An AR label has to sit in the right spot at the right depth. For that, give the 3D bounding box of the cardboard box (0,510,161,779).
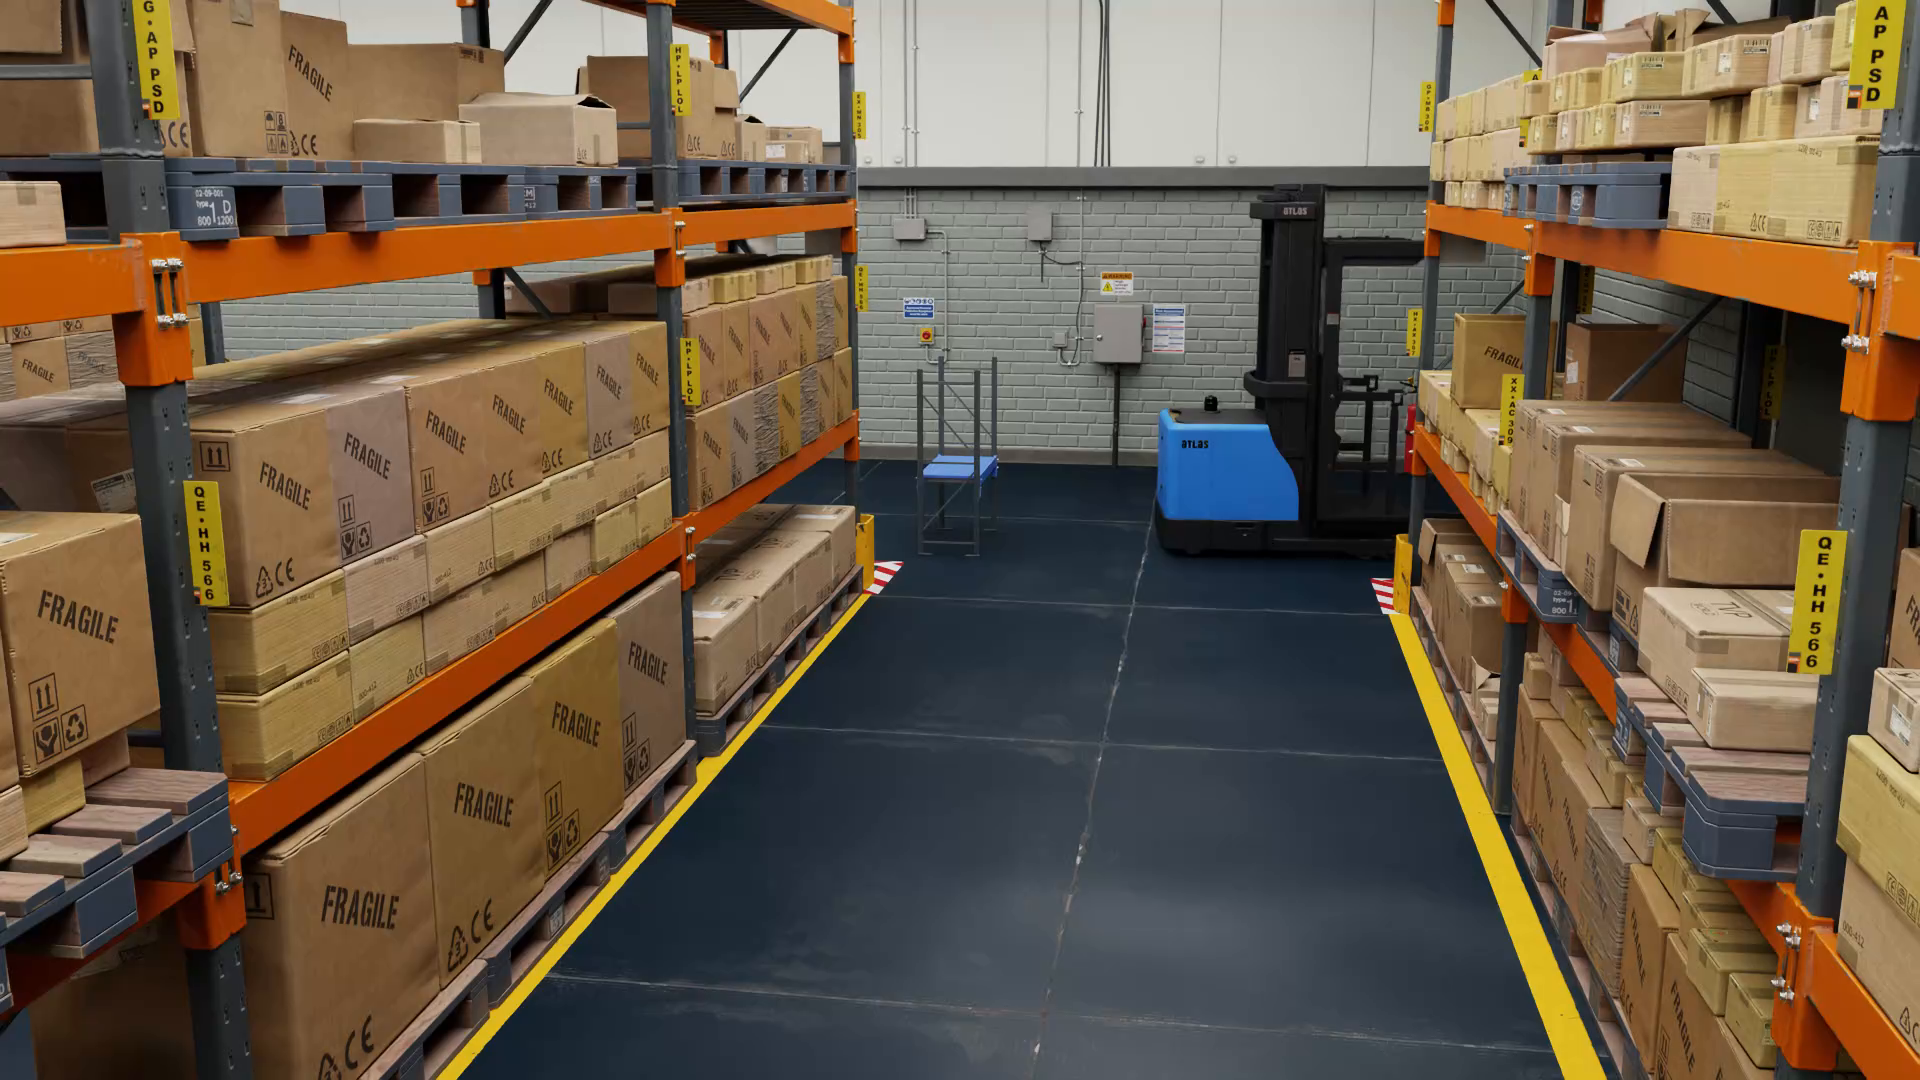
[{"bbox_3d":[-2.269,0.226,3.885,0.500,0.500,0.500,2,12,7],"label":"cardboard box"}]

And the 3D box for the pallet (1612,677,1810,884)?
[{"bbox_3d":[2.466,0.632,4.395,1.213,0.211,1.003,2,12,9],"label":"pallet"}]

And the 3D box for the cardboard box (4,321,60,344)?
[{"bbox_3d":[-6.202,-1.538,10.695,0.500,0.500,0.500,1,12,7],"label":"cardboard box"}]

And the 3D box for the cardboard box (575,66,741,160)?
[{"bbox_3d":[-1.683,-2.364,9.242,0.797,0.503,0.637,3,12,13],"label":"cardboard box"}]

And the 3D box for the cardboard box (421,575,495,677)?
[{"bbox_3d":[-2.002,0.285,5.908,0.500,0.250,0.500,2,12,11],"label":"cardboard box"}]

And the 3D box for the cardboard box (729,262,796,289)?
[{"bbox_3d":[-1.243,-1.650,10.378,0.380,0.149,0.250,2,12,10],"label":"cardboard box"}]

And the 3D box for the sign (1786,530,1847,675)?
[{"bbox_3d":[1.893,0.139,3.669,0.100,0.325,0.005,2,12,9],"label":"sign"}]

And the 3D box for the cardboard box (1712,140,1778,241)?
[{"bbox_3d":[2.347,-0.931,4.427,0.500,0.250,0.500,2,12,9],"label":"cardboard box"}]

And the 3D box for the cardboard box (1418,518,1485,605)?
[{"bbox_3d":[3.474,0.156,11.079,0.797,0.503,0.637,1,12,6],"label":"cardboard box"}]

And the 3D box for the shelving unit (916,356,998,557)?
[{"bbox_3d":[-0.013,-0.715,13.753,0.538,1.500,1.048,2,12,9],"label":"shelving unit"}]

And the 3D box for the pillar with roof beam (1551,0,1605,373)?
[{"bbox_3d":[0.713,-4.588,13.921,9.100,9.000,0.400,2,12,9],"label":"pillar with roof beam"}]

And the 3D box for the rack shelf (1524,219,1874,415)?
[{"bbox_3d":[2.739,-0.849,5.401,1.077,0.370,4.000,2,12,9],"label":"rack shelf"}]

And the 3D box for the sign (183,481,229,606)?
[{"bbox_3d":[-1.937,0.010,4.266,0.100,0.325,0.005,2,12,9],"label":"sign"}]

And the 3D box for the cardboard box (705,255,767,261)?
[{"bbox_3d":[-1.542,-1.877,11.430,0.380,0.149,0.250,2,12,10],"label":"cardboard box"}]

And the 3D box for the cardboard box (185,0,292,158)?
[{"bbox_3d":[-2.510,-1.411,5.066,0.700,0.500,0.500,1,12,6],"label":"cardboard box"}]

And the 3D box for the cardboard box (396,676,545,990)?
[{"bbox_3d":[-2.145,1.028,6.148,0.875,0.875,0.875,2,12,9],"label":"cardboard box"}]

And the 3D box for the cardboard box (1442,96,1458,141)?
[{"bbox_3d":[3.248,-2.577,10.174,0.500,0.250,0.500,2,12,8],"label":"cardboard box"}]

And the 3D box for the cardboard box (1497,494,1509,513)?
[{"bbox_3d":[2.864,-0.158,8.201,0.380,0.149,0.250,2,12,10],"label":"cardboard box"}]

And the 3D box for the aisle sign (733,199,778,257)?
[{"bbox_3d":[-1.519,-2.439,12.019,0.394,0.787,0.004,2,12,9],"label":"aisle sign"}]

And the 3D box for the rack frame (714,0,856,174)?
[{"bbox_3d":[-1.244,-4.076,11.548,1.000,3.000,0.127,2,12,9],"label":"rack frame"}]

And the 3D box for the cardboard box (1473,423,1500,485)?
[{"bbox_3d":[2.946,-0.442,8.573,0.500,0.250,0.500,2,12,9],"label":"cardboard box"}]

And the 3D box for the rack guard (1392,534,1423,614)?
[{"bbox_3d":[3.650,0.254,11.627,1.175,0.500,0.348,2,12,9],"label":"rack guard"}]

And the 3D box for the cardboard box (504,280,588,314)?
[{"bbox_3d":[-2.126,-1.240,8.477,0.380,0.149,0.250,2,12,7],"label":"cardboard box"}]

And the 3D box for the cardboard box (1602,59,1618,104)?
[{"bbox_3d":[2.436,-1.576,5.720,0.380,0.149,0.250,2,12,9],"label":"cardboard box"}]

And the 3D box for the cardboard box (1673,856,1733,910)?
[{"bbox_3d":[2.438,1.106,5.140,0.380,0.149,0.250,2,12,10],"label":"cardboard box"}]

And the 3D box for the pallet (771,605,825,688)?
[{"bbox_3d":[-1.480,0.642,10.514,1.003,0.211,1.213,2,12,9],"label":"pallet"}]

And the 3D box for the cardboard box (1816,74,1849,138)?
[{"bbox_3d":[2.307,-1.041,3.994,0.380,0.149,0.250,2,12,7],"label":"cardboard box"}]

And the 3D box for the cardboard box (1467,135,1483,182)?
[{"bbox_3d":[3.117,-2.117,9.228,0.500,0.250,0.500,2,12,8],"label":"cardboard box"}]

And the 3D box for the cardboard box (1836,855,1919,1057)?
[{"bbox_3d":[2.121,0.840,3.334,0.500,0.250,0.500,2,12,9],"label":"cardboard box"}]

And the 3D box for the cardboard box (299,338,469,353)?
[{"bbox_3d":[-2.341,-0.555,6.839,0.500,0.500,0.500,2,12,7],"label":"cardboard box"}]

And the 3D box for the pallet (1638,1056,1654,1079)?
[{"bbox_3d":[2.583,1.891,4.719,1.003,0.211,1.213,2,12,9],"label":"pallet"}]

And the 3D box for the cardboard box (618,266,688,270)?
[{"bbox_3d":[-1.844,-1.556,9.942,0.380,0.149,0.250,2,12,9],"label":"cardboard box"}]

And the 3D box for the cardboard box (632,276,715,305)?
[{"bbox_3d":[-1.533,-1.331,8.901,0.380,0.149,0.250,2,12,8],"label":"cardboard box"}]

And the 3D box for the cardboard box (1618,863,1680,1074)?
[{"bbox_3d":[2.449,1.391,5.357,0.500,0.500,0.500,2,12,11],"label":"cardboard box"}]

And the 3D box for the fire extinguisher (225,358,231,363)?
[{"bbox_3d":[-5.656,-1.100,13.048,0.296,0.674,0.183,2,12,9],"label":"fire extinguisher"}]

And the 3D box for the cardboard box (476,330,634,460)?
[{"bbox_3d":[-1.752,-0.639,7.230,0.500,0.500,0.500,2,12,10],"label":"cardboard box"}]

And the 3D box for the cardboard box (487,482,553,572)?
[{"bbox_3d":[-1.892,-0.063,6.334,0.500,0.250,0.500,2,12,10],"label":"cardboard box"}]

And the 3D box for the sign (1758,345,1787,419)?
[{"bbox_3d":[3.595,-0.700,7.371,0.100,0.325,0.005,2,12,9],"label":"sign"}]

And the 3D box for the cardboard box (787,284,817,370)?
[{"bbox_3d":[-1.213,-1.361,10.576,0.500,0.500,0.500,2,12,8],"label":"cardboard box"}]

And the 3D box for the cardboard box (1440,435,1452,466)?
[{"bbox_3d":[3.092,-0.535,9.950,0.380,0.149,0.250,2,12,7],"label":"cardboard box"}]

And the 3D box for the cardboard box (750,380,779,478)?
[{"bbox_3d":[-1.364,-0.657,9.684,0.500,0.500,0.500,2,12,9],"label":"cardboard box"}]

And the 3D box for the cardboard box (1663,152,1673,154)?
[{"bbox_3d":[3.055,-1.631,6.683,0.380,0.149,0.250,2,12,10],"label":"cardboard box"}]

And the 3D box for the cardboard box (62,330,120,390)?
[{"bbox_3d":[-6.118,-1.162,11.324,0.500,0.500,0.500,2,12,9],"label":"cardboard box"}]

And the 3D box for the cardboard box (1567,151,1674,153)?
[{"bbox_3d":[2.591,-1.591,6.496,0.380,0.149,0.250,2,12,9],"label":"cardboard box"}]

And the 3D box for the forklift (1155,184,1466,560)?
[{"bbox_3d":[3.165,-1.387,13.471,3.031,2.935,1.130,1,12,2],"label":"forklift"}]

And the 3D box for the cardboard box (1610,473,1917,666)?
[{"bbox_3d":[2.499,0.080,5.259,0.797,0.503,0.637,2,12,7],"label":"cardboard box"}]

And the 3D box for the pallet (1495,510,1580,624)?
[{"bbox_3d":[2.815,0.106,6.838,1.003,0.211,1.213,2,12,9],"label":"pallet"}]

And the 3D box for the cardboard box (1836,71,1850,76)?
[{"bbox_3d":[2.336,-1.184,3.951,0.380,0.149,0.250,1,12,7],"label":"cardboard box"}]

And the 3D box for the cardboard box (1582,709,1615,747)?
[{"bbox_3d":[2.705,0.786,6.622,0.380,0.149,0.250,2,12,8],"label":"cardboard box"}]

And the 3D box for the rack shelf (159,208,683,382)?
[{"bbox_3d":[-2.167,-1.009,6.144,1.077,0.370,4.000,2,12,9],"label":"rack shelf"}]

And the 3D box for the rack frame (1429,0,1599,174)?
[{"bbox_3d":[3.661,-3.916,10.805,1.000,3.000,0.127,2,12,9],"label":"rack frame"}]

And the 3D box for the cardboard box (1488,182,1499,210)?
[{"bbox_3d":[3.045,-1.844,8.904,0.380,0.149,0.250,2,12,9],"label":"cardboard box"}]

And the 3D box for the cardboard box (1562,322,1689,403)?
[{"bbox_3d":[3.538,-0.891,8.877,0.500,0.500,0.500,2,12,7],"label":"cardboard box"}]

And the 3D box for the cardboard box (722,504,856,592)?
[{"bbox_3d":[-1.247,0.044,11.753,0.875,0.438,0.875,1,12,7],"label":"cardboard box"}]
